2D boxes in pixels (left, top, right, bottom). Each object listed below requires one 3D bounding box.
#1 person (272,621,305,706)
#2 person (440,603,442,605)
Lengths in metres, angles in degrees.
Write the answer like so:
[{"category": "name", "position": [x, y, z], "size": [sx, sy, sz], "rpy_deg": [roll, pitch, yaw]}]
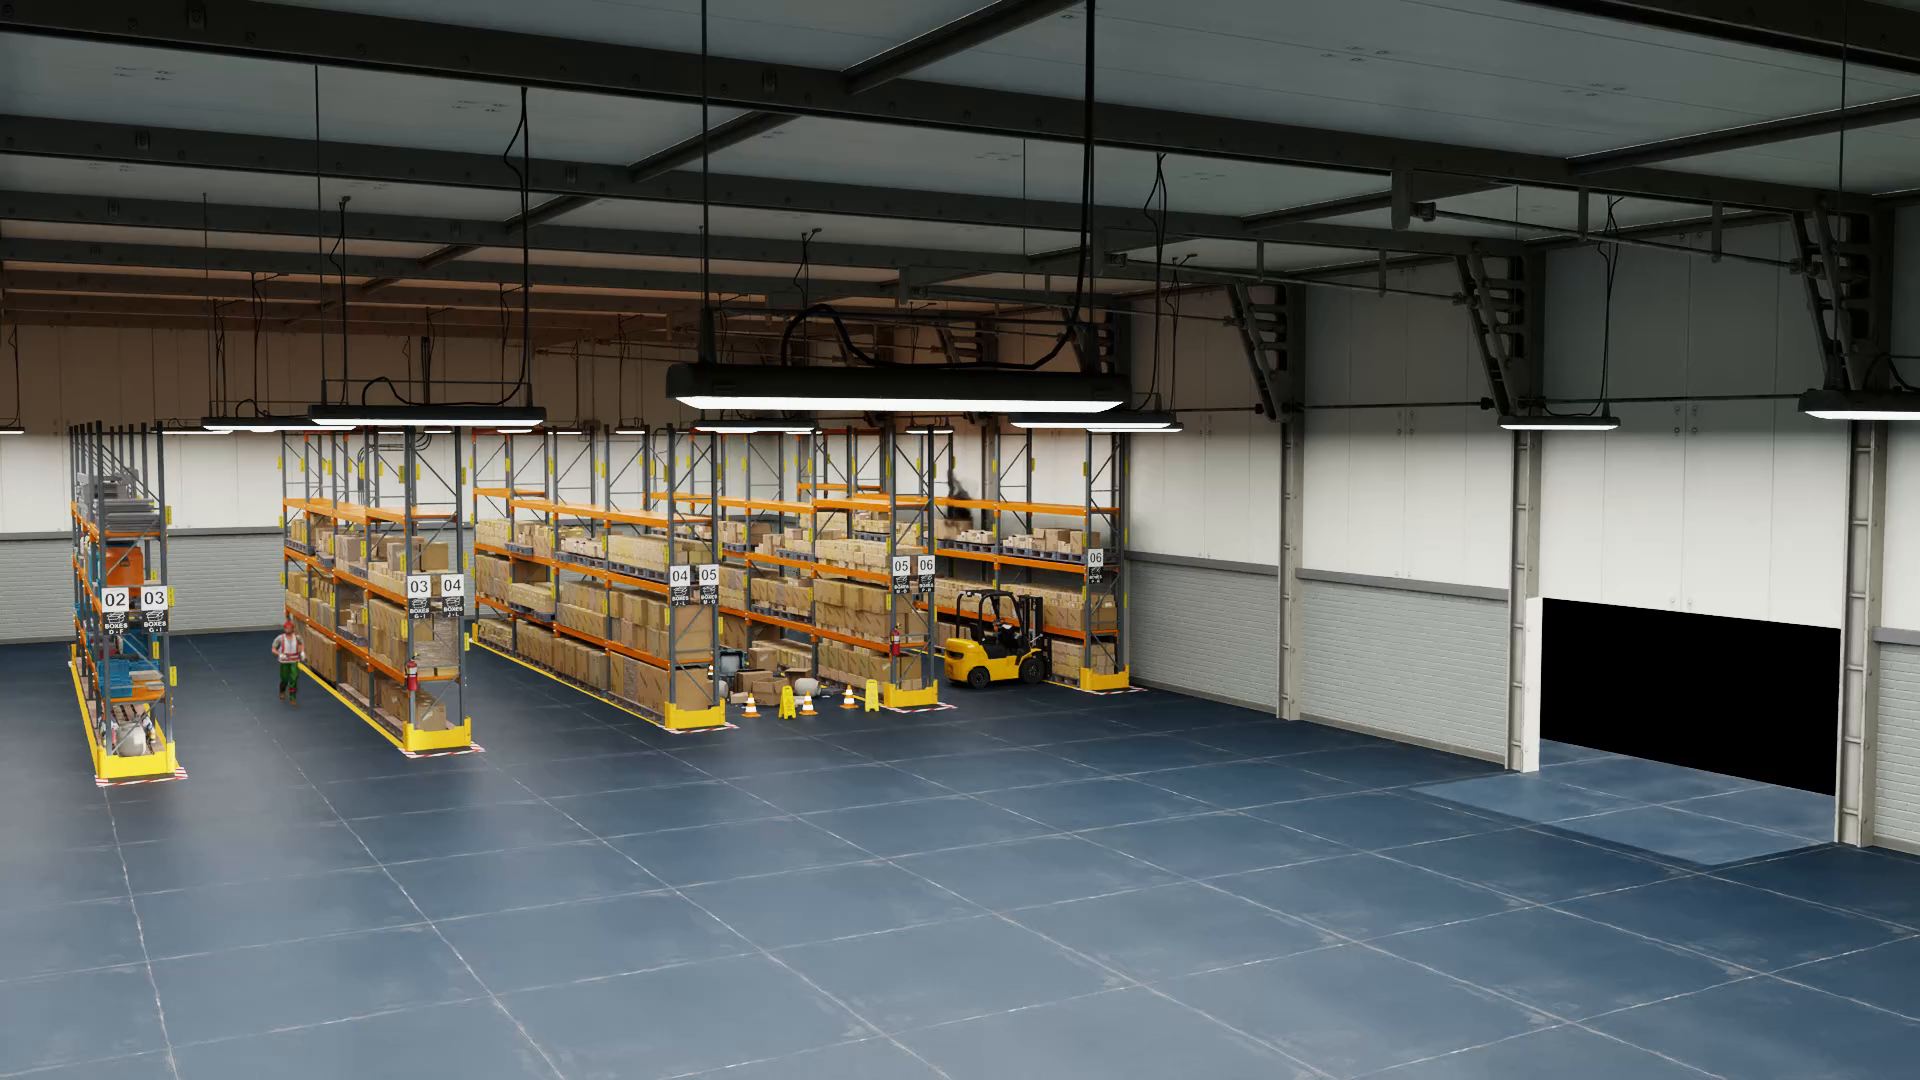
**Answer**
[{"category": "person", "position": [-14.384, 2.631, 35.650], "size": [0.686, 1.792, 0.839], "rpy_deg": [-2, 4, -33]}, {"category": "person", "position": [-13.348, 2.199, 43.388], "size": [0.579, 1.706, 0.685], "rpy_deg": [-3, 5, -39]}]
